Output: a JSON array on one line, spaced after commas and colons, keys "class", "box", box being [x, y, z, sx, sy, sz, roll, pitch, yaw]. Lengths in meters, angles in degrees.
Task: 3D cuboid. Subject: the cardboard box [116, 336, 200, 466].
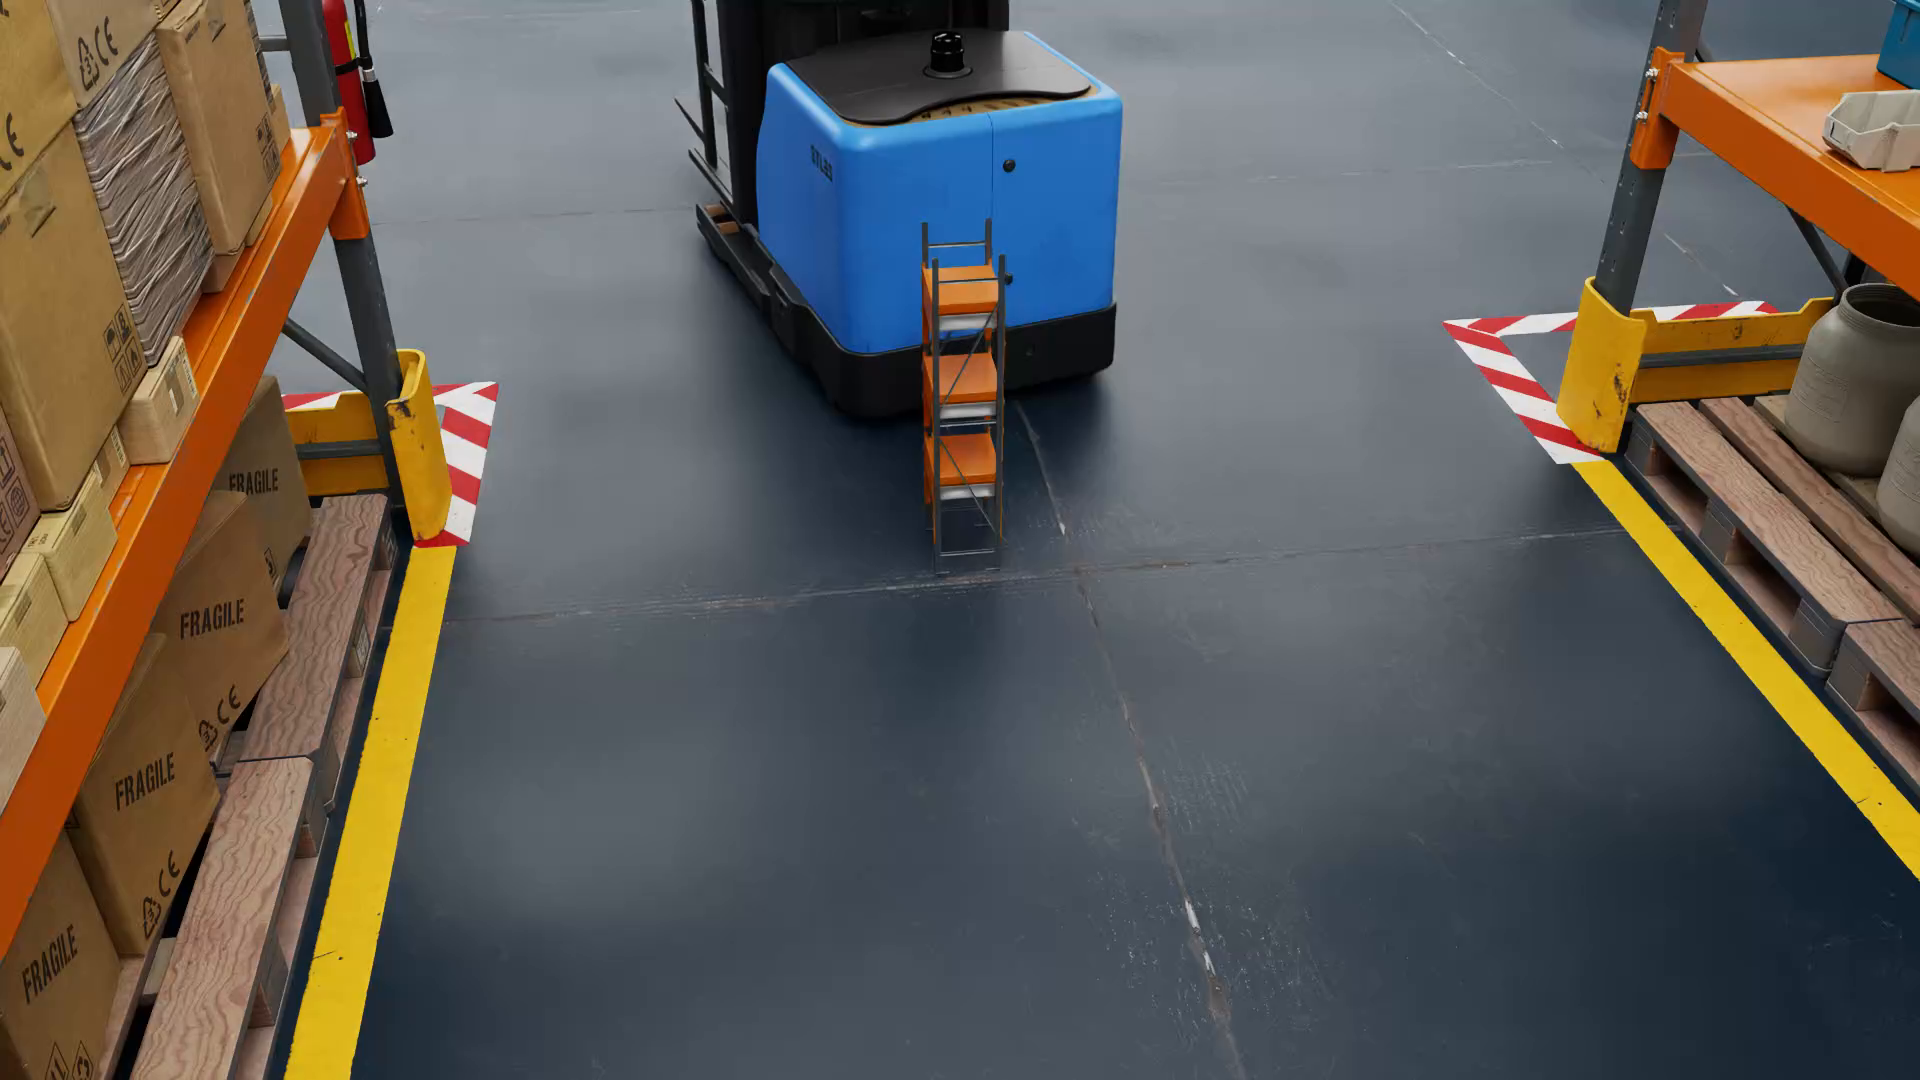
[{"class": "cardboard box", "box": [-1.701, -0.259, 3.190, 0.380, 0.149, 0.250, -4, 35, -6]}]

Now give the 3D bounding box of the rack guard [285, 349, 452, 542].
[{"class": "rack guard", "box": [-2.239, -0.260, 5.188, 1.175, 0.500, 0.348, -4, 35, -6]}]

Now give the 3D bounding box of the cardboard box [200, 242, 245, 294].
[{"class": "cardboard box", "box": [-1.871, -0.673, 3.797, 0.380, 0.149, 0.250, -4, 35, -6]}]

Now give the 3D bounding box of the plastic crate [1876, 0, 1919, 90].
[{"class": "plastic crate", "box": [3.022, -1.393, 4.762, 0.499, 0.251, 0.616, -4, 35, -6]}]

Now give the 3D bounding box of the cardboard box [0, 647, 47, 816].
[{"class": "cardboard box", "box": [-1.560, 0.298, 2.372, 0.380, 0.149, 0.250, -4, 35, -6]}]

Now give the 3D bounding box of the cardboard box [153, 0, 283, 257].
[{"class": "cardboard box", "box": [-2.017, -0.921, 3.585, 0.875, 0.500, 0.500, -4, 35, -6]}]

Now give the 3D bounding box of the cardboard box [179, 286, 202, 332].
[{"class": "cardboard box", "box": [-1.878, -0.530, 3.587, 0.380, 0.149, 0.250, -4, 35, -6]}]

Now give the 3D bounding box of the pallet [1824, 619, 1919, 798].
[{"class": "pallet", "box": [2.980, 0.613, 4.163, 1.003, 0.211, 1.213, -4, 35, -6]}]

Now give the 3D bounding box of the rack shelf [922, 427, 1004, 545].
[{"class": "rack shelf", "box": [0.007, -0.166, 5.073, 0.215, 0.259, 0.240, -4, 35, -6]}]

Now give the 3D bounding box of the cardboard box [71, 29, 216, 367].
[{"class": "cardboard box", "box": [-1.992, -0.639, 3.171, 0.875, 0.500, 0.500, -4, 35, -6]}]

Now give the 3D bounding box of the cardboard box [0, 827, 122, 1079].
[{"class": "cardboard box", "box": [-1.972, 0.870, 3.157, 0.500, 0.500, 0.500, -7, 35, -11]}]

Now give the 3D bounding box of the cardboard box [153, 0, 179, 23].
[{"class": "cardboard box", "box": [-1.858, -1.346, 3.321, 0.500, 0.500, 0.500, -4, 35, -6]}]

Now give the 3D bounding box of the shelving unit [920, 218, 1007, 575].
[{"class": "shelving unit", "box": [0.007, -0.404, 4.911, 0.215, 1.050, 0.252, -4, 35, -6]}]

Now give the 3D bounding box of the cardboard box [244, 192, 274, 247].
[{"class": "cardboard box", "box": [-1.889, -0.813, 4.003, 0.380, 0.149, 0.250, -4, 35, -6]}]

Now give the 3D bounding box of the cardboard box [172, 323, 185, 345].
[{"class": "cardboard box", "box": [-1.822, -0.392, 3.385, 0.380, 0.149, 0.250, -4, 35, -6]}]

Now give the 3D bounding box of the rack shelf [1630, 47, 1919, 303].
[{"class": "rack shelf", "box": [2.927, -0.298, 3.662, 1.077, 0.370, 4.000, -4, 35, -6]}]

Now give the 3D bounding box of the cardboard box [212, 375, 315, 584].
[{"class": "cardboard box", "box": [-2.182, -0.127, 4.619, 0.500, 0.500, 0.500, 2, 34, 2]}]

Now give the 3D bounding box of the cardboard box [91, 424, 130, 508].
[{"class": "cardboard box", "box": [-1.736, -0.115, 2.978, 0.380, 0.149, 0.250, -4, 35, -6]}]

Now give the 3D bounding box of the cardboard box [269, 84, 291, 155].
[{"class": "cardboard box", "box": [-2.007, -1.089, 4.407, 0.380, 0.149, 0.250, -4, 35, -6]}]

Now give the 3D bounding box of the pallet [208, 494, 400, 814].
[{"class": "pallet", "box": [-2.165, 0.315, 4.600, 1.003, 0.211, 1.213, -4, 35, -6]}]

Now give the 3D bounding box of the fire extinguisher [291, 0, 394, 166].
[{"class": "fire extinguisher", "box": [-1.808, -1.403, 4.713, 0.296, 0.674, 0.183, -4, 35, -6]}]

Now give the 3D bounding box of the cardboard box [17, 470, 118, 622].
[{"class": "cardboard box", "box": [-1.657, 0.021, 2.778, 0.380, 0.149, 0.250, -4, 35, -6]}]

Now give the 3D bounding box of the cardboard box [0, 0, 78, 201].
[{"class": "cardboard box", "box": [-1.734, -0.788, 2.501, 0.500, 0.500, 0.500, -4, 35, -6]}]

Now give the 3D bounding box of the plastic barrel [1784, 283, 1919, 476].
[{"class": "plastic barrel", "box": [2.823, -0.495, 5.149, 0.421, 0.512, 0.421, 0, 34, 0]}]

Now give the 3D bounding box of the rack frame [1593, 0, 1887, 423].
[{"class": "rack frame", "box": [2.658, -1.711, 5.097, 1.000, 3.000, 0.127, -4, 35, -6]}]

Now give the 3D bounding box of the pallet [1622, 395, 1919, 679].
[{"class": "pallet", "box": [2.819, -0.066, 5.159, 1.003, 0.211, 1.213, -4, 35, -6]}]

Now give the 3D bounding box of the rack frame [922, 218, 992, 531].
[{"class": "rack frame", "box": [-0.009, -0.472, 5.010, 0.200, 1.050, 0.008, -4, 35, -6]}]

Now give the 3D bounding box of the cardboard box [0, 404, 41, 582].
[{"class": "cardboard box", "box": [-1.910, -0.077, 2.346, 0.875, 0.500, 0.500, -4, 35, -6]}]

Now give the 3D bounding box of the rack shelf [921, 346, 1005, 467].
[{"class": "rack shelf", "box": [0.007, -0.395, 4.916, 0.215, 0.259, 0.240, -4, 35, -6]}]

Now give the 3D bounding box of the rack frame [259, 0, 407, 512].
[{"class": "rack frame", "box": [-2.250, -1.336, 4.547, 1.000, 3.000, 0.127, -4, 35, -6]}]

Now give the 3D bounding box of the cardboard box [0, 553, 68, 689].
[{"class": "cardboard box", "box": [-1.635, 0.162, 2.572, 0.380, 0.149, 0.250, -4, 35, -6]}]

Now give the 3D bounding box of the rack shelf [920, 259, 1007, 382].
[{"class": "rack shelf", "box": [0.007, -0.630, 4.757, 0.215, 0.259, 0.240, -4, 35, -6]}]

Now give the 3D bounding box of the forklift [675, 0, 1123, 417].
[{"class": "forklift", "box": [-0.474, -2.457, 6.253, 1.130, 2.935, 3.031, -13, 36, -19]}]

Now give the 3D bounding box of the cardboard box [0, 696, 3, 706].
[{"class": "cardboard box", "box": [-1.743, 0.195, 1.948, 0.875, 0.500, 0.500, -4, 35, -6]}]

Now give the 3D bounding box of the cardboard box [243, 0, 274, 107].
[{"class": "cardboard box", "box": [-2.203, -1.191, 3.981, 0.875, 0.500, 0.500, -4, 35, -6]}]

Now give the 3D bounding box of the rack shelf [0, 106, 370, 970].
[{"class": "rack shelf", "box": [-1.981, 0.078, 3.111, 1.077, 0.370, 4.000, -4, 35, -6]}]

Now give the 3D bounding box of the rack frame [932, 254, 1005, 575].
[{"class": "rack frame", "box": [0.024, -0.336, 4.811, 0.200, 1.050, 0.008, -4, 35, -6]}]

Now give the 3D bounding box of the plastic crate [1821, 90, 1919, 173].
[{"class": "plastic crate", "box": [2.460, -1.078, 4.403, 0.298, 0.136, 0.250, -4, 35, -6]}]

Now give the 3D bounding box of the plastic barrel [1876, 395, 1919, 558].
[{"class": "plastic barrel", "box": [2.890, -0.215, 4.738, 0.421, 0.512, 0.421, 0, 34, 0]}]

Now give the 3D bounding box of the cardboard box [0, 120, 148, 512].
[{"class": "cardboard box", "box": [-1.937, -0.359, 2.760, 0.875, 0.500, 0.500, -4, 35, -6]}]

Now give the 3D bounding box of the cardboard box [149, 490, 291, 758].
[{"class": "cardboard box", "box": [-2.068, 0.204, 4.133, 0.500, 0.500, 0.500, 4, 35, 6]}]

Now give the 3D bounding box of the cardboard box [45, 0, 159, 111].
[{"class": "cardboard box", "box": [-1.793, -1.067, 2.912, 0.500, 0.500, 0.500, -4, 35, -6]}]

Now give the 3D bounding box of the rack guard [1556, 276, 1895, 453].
[{"class": "rack guard", "box": [2.715, -0.639, 5.744, 1.175, 0.500, 0.348, -4, 35, -6]}]

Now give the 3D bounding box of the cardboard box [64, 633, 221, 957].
[{"class": "cardboard box", "box": [-2.002, 0.555, 3.619, 0.500, 0.500, 0.500, -1, 34, -2]}]

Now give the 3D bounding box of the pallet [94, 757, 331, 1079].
[{"class": "pallet", "box": [-2.004, 0.994, 3.604, 1.003, 0.211, 1.213, -4, 35, -6]}]
